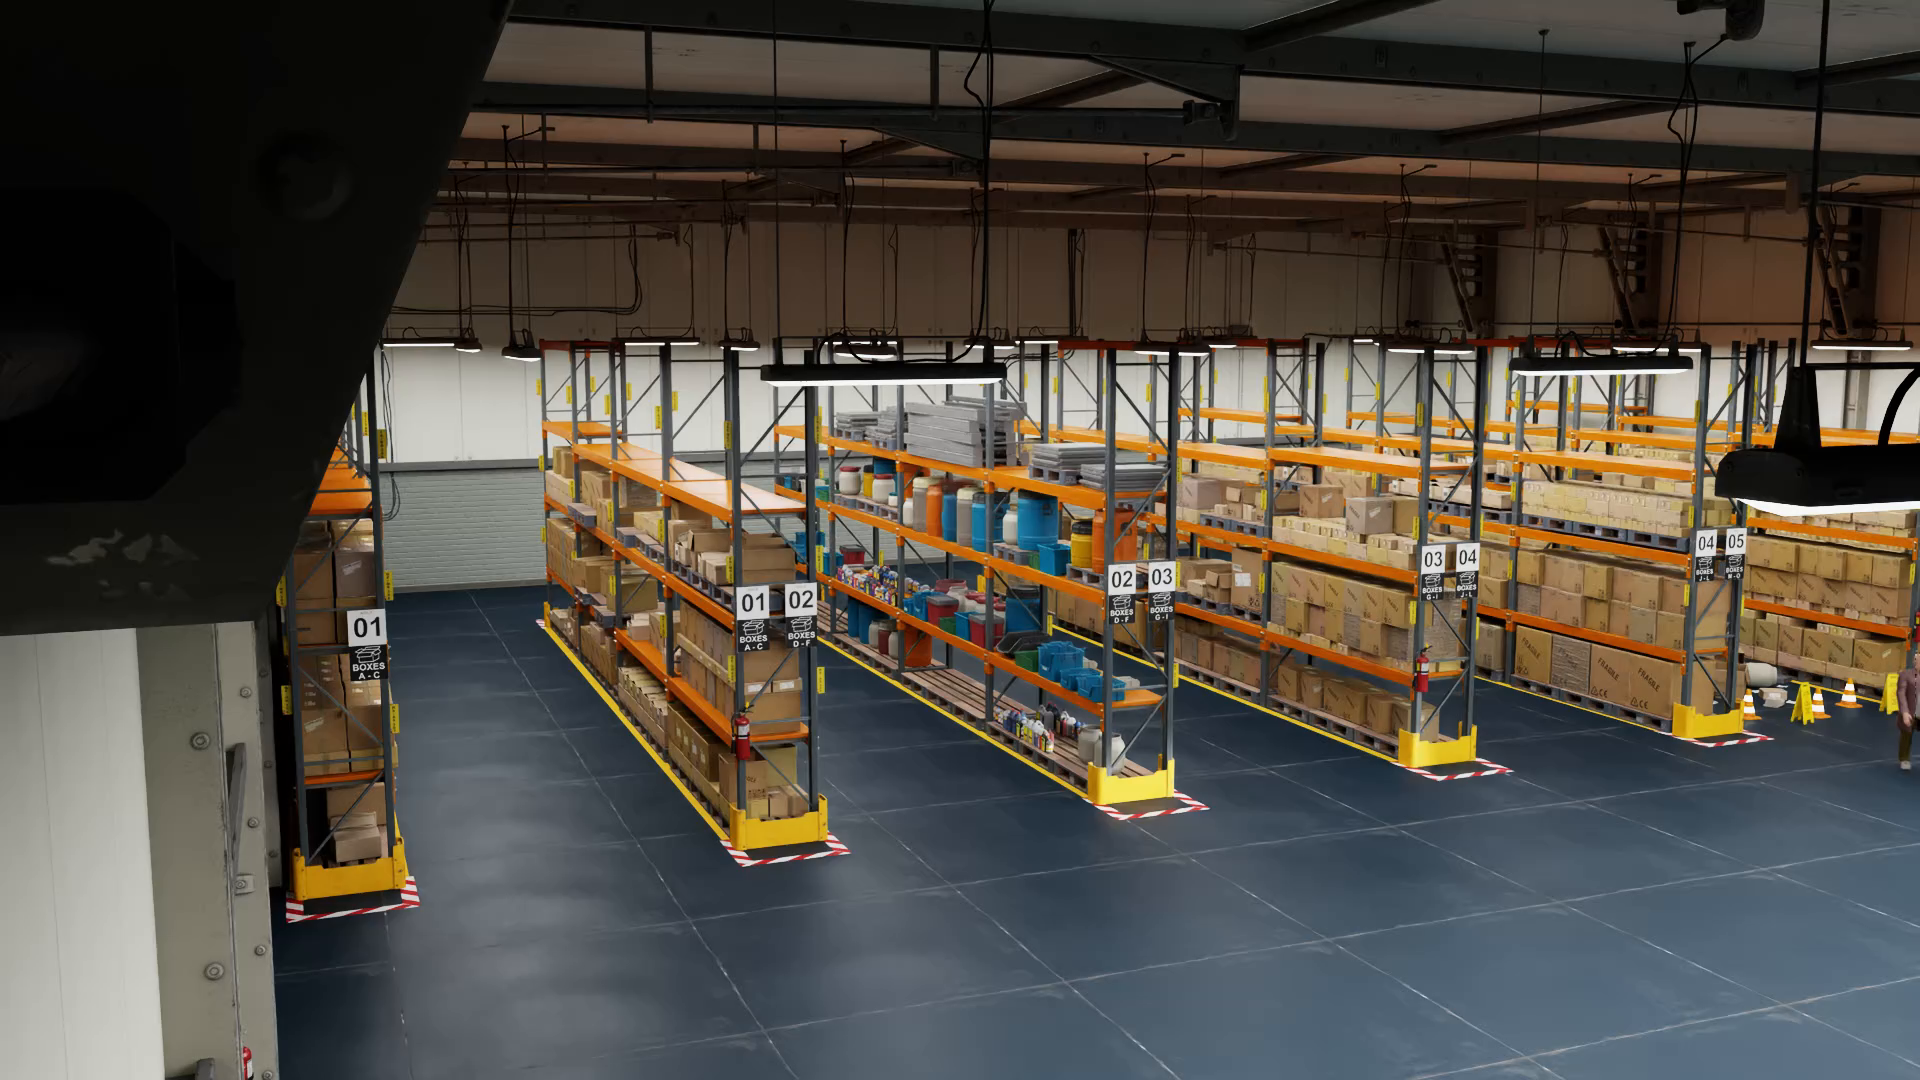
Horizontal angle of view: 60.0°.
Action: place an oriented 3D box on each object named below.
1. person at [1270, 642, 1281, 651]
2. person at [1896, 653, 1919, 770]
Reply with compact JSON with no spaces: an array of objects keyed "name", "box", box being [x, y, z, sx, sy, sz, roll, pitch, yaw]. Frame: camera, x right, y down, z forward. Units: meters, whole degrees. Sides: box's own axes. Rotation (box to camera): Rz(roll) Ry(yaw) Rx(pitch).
[{"name":"person","box":[5.965,1.434,31.428,0.436,1.604,1.064,-3,8,-19]},{"name":"person","box":[13.405,2.430,23.232,0.607,1.732,1.060,2,8,18]}]
